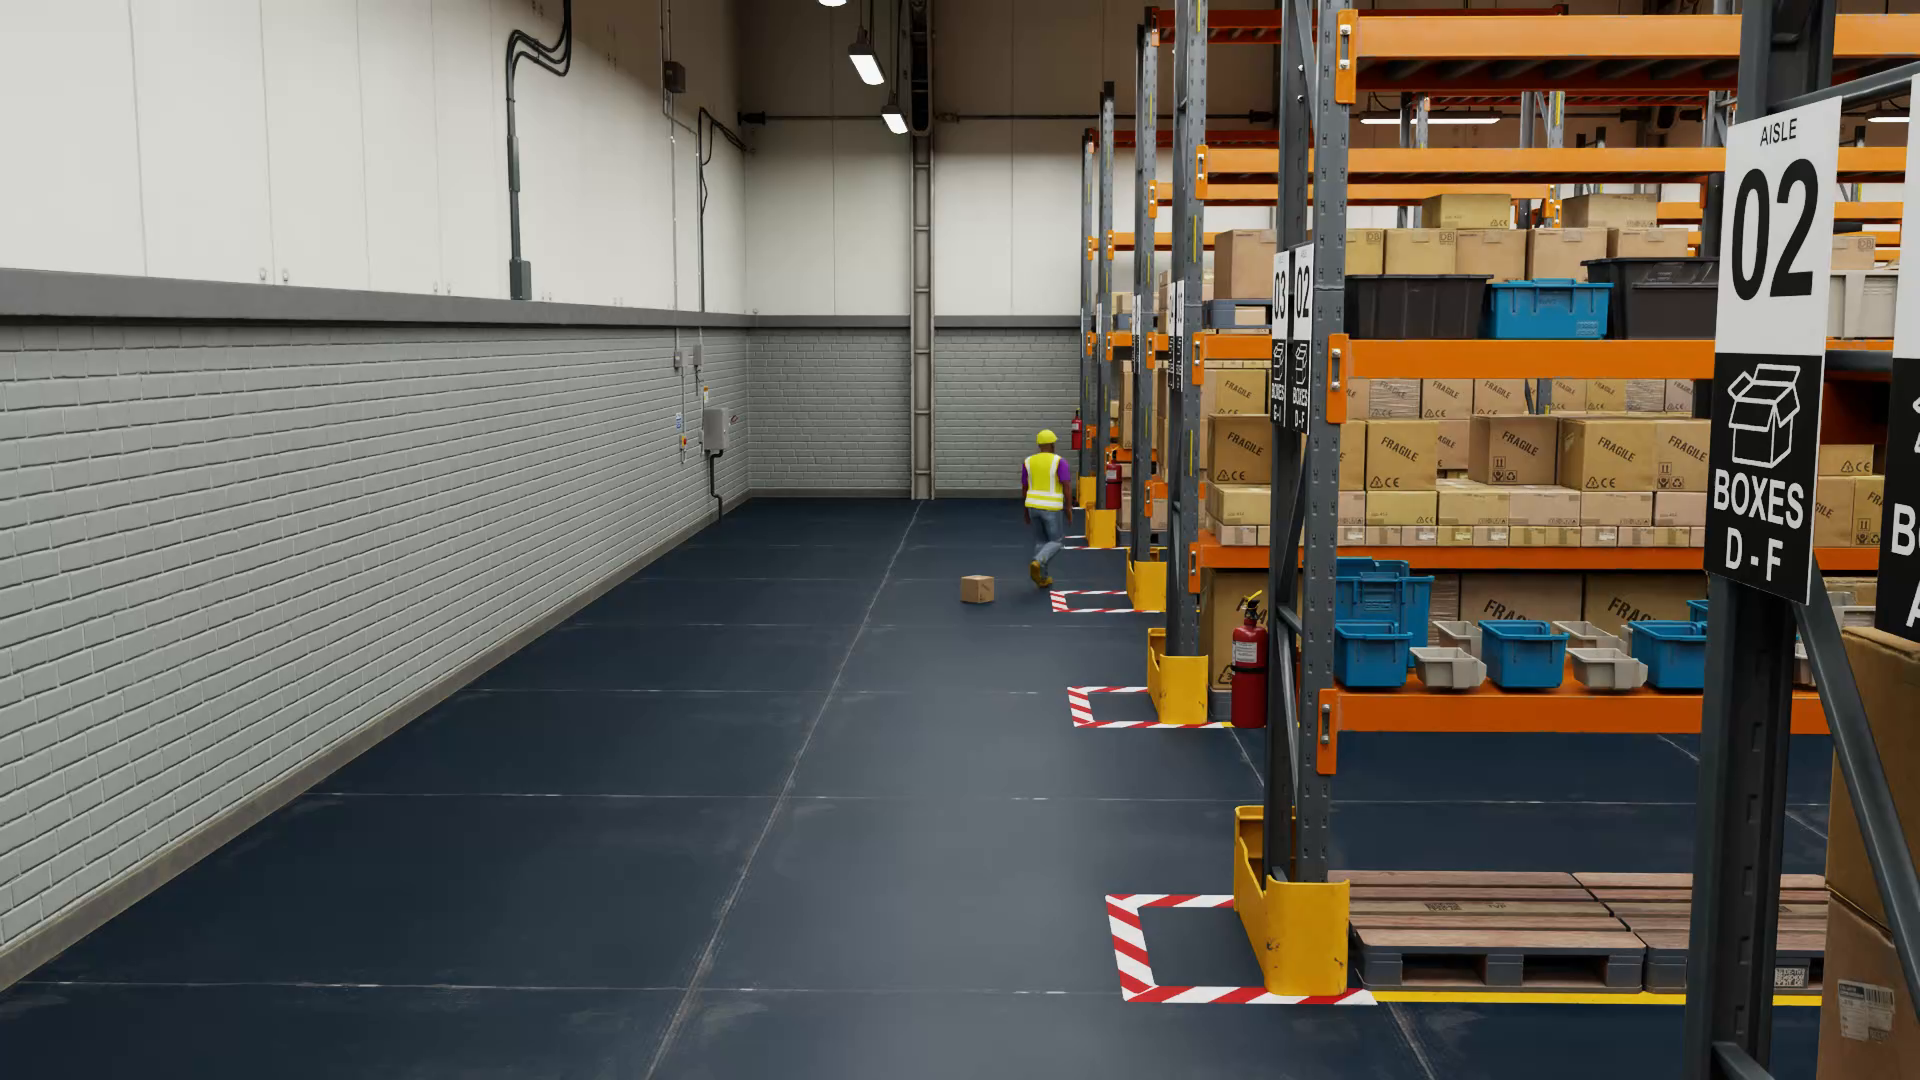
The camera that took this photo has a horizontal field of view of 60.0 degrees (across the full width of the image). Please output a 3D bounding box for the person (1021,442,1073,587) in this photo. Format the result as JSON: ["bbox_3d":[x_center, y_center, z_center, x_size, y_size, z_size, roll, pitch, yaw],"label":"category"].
[{"bbox_3d":[0.940,-0.318,18.287,0.662,1.701,0.687,4,8,27],"label":"person"}]
